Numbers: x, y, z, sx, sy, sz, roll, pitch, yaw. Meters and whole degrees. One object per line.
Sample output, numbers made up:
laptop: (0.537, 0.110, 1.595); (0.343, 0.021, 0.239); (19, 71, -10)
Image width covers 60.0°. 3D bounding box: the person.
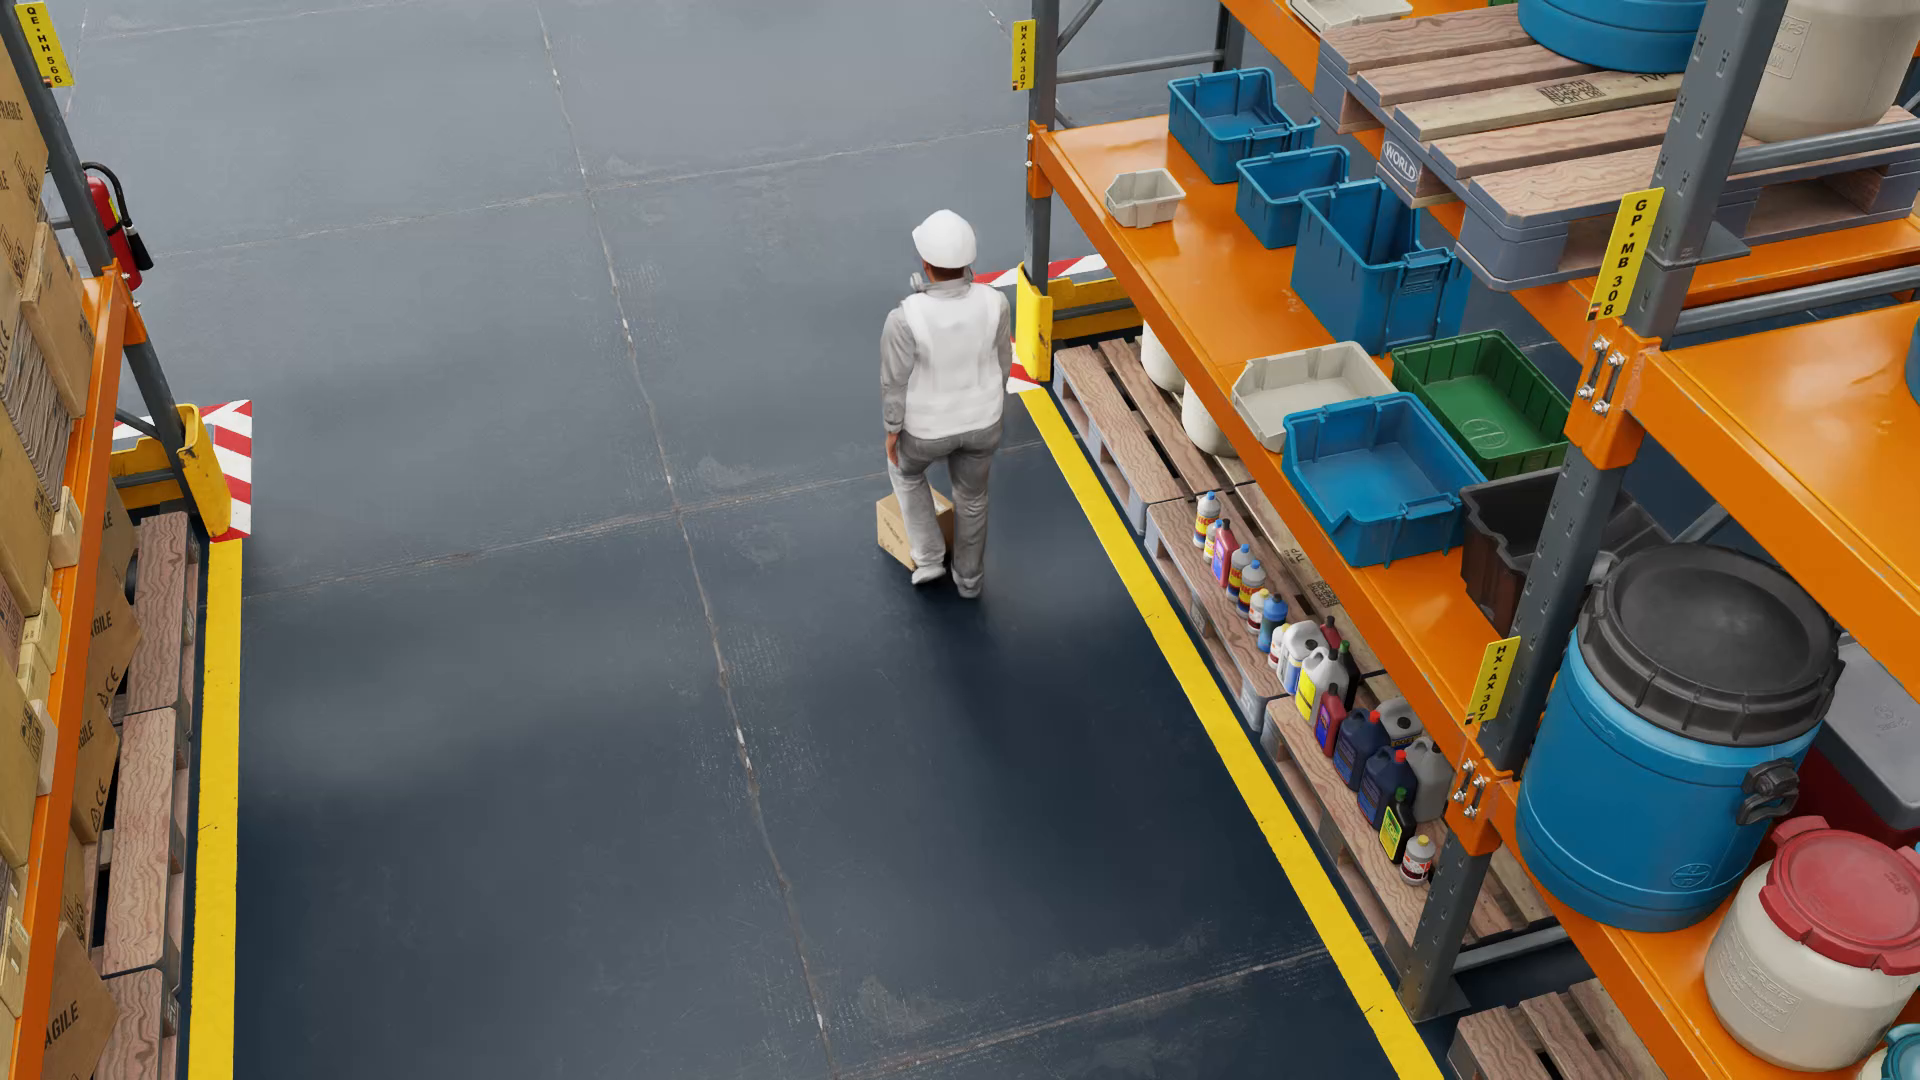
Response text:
person: (-0.056, -0.498, 6.696); (0.557, 1.811, 0.460); (-11, 43, -12)
